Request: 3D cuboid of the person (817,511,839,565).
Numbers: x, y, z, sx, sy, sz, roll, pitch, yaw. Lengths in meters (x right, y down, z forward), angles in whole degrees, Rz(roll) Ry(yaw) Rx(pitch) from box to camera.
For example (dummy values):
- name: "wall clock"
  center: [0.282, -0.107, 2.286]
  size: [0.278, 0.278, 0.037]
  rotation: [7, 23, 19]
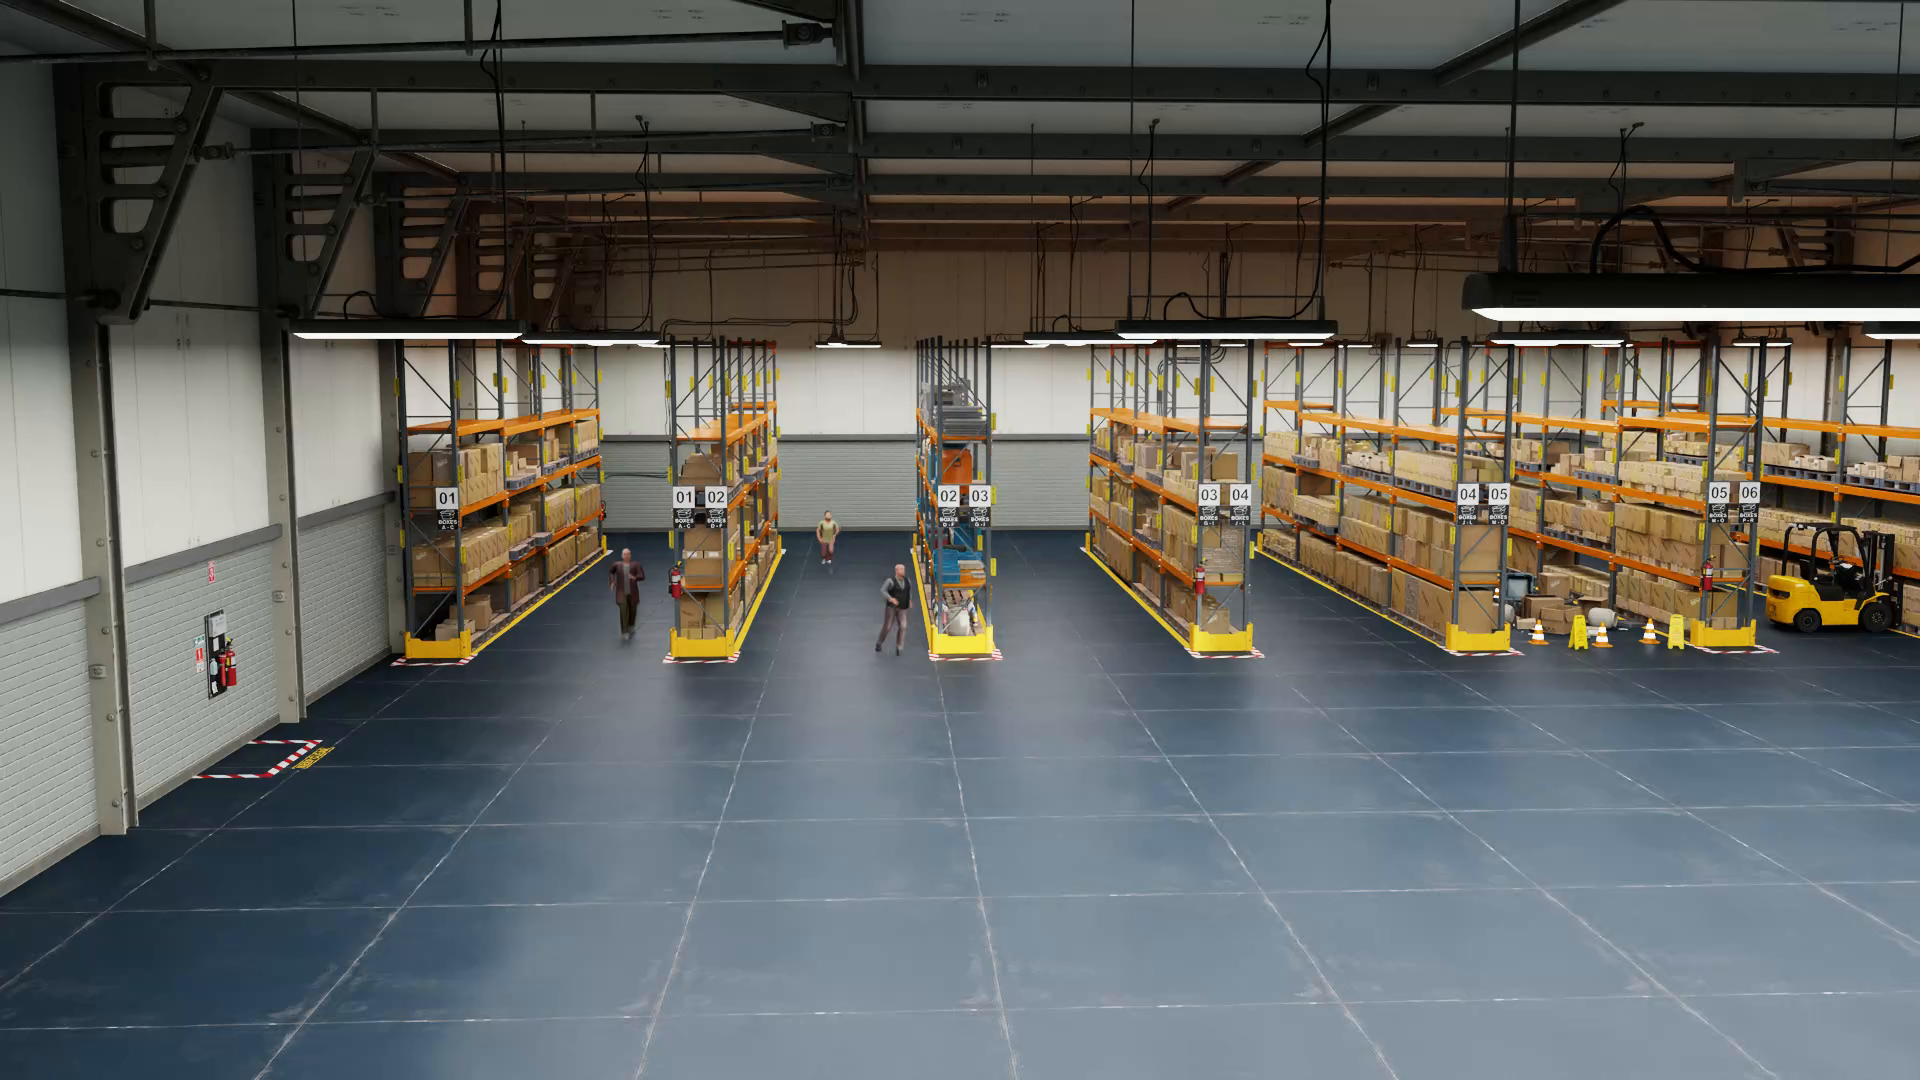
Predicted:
- name: "person"
  center: [-3.403, -0.039, 42.978]
  size: [0.583, 1.427, 0.755]
  rotation: [-1, 7, -6]

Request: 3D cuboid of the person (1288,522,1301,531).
- name: "person"
  center: [9.877, -0.709, 49.148]
  size: [0.738, 1.694, 0.545]
  rotation: [-6, 9, -40]

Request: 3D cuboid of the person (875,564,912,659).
- name: "person"
  center: [-1.174, 1.324, 31.349]
  size: [0.727, 1.739, 0.843]
  rotation: [-3, 7, -24]

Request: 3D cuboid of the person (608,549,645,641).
- name: "person"
  center: [-6.628, 1.053, 33.117]
  size: [0.703, 1.765, 1.064]
  rotation: [-2, 7, -14]
